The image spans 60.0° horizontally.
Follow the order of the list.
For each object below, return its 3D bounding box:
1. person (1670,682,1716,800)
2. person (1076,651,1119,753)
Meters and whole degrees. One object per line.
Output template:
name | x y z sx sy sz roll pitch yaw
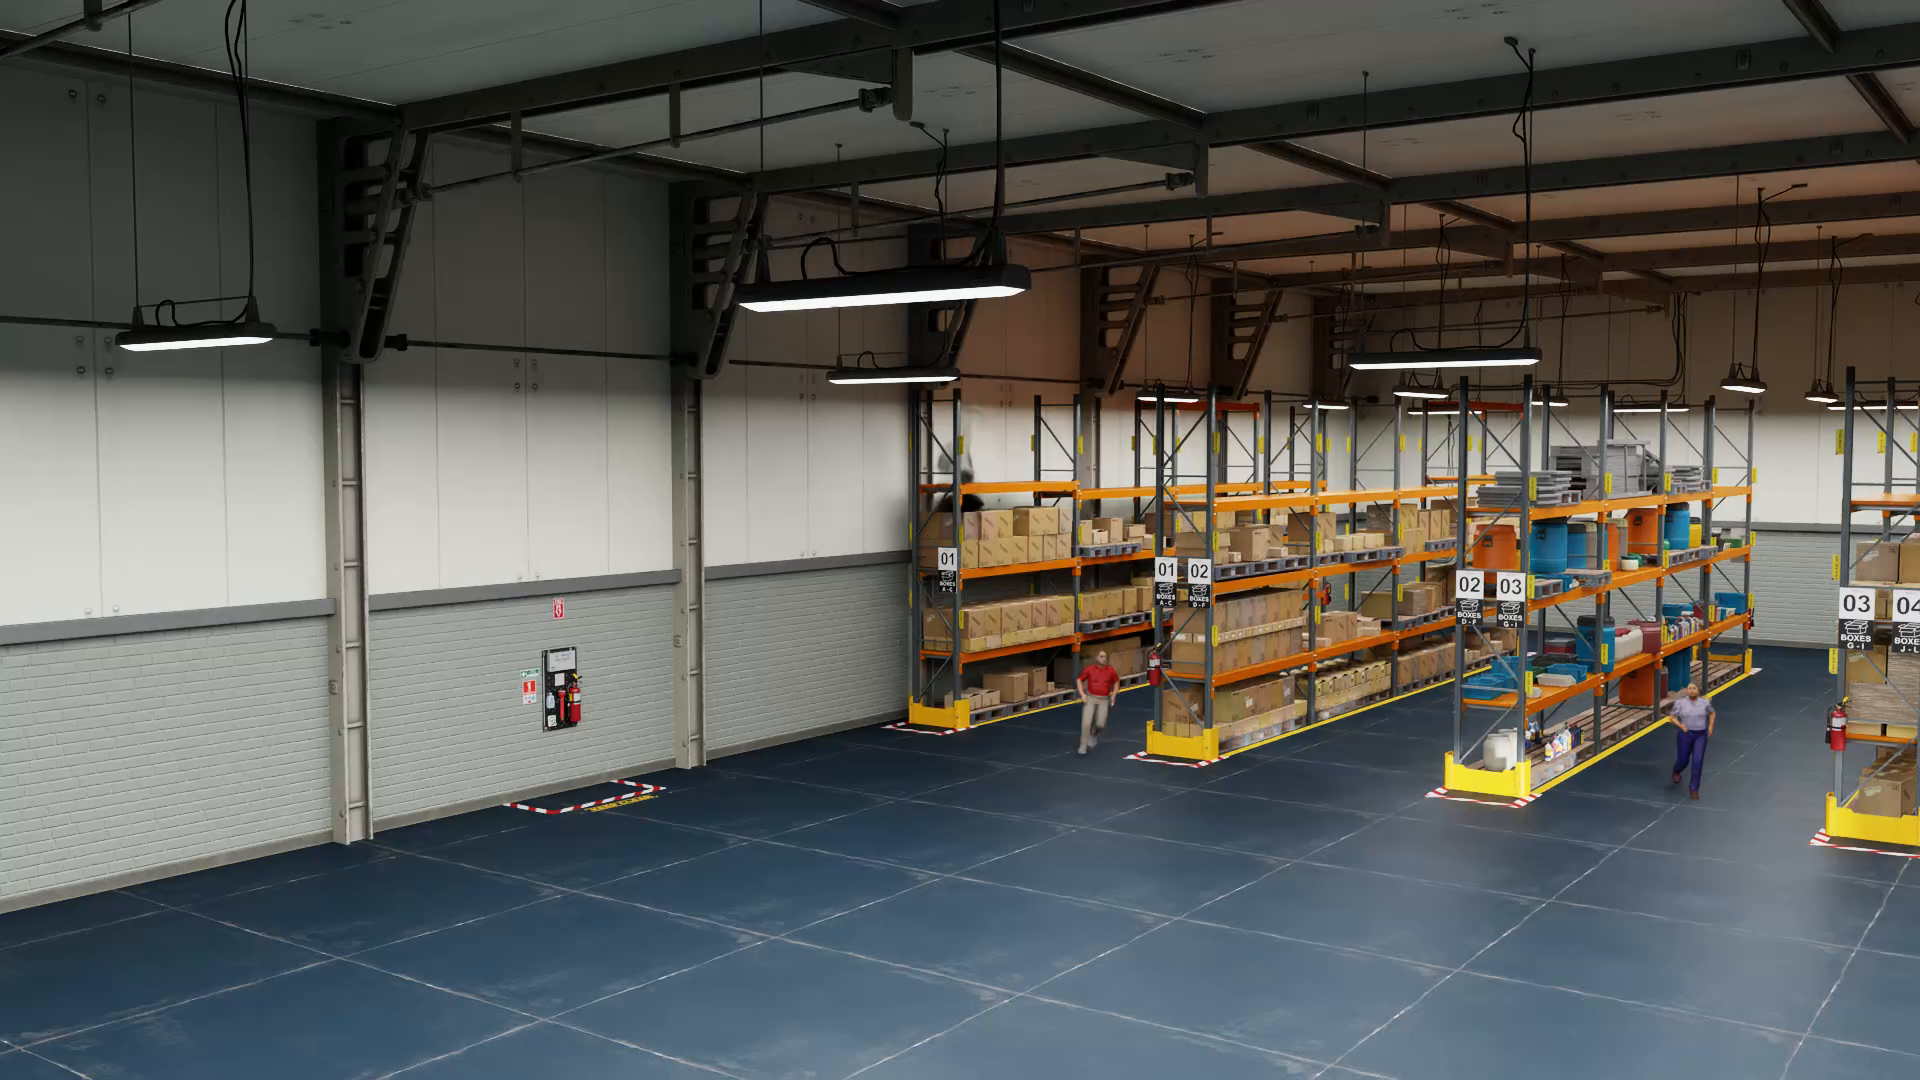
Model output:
person | 10.498 2.846 23.842 0.616 1.641 0.848 1 3 18
person | 2.251 2.637 27.060 0.714 1.671 0.509 0 3 0
